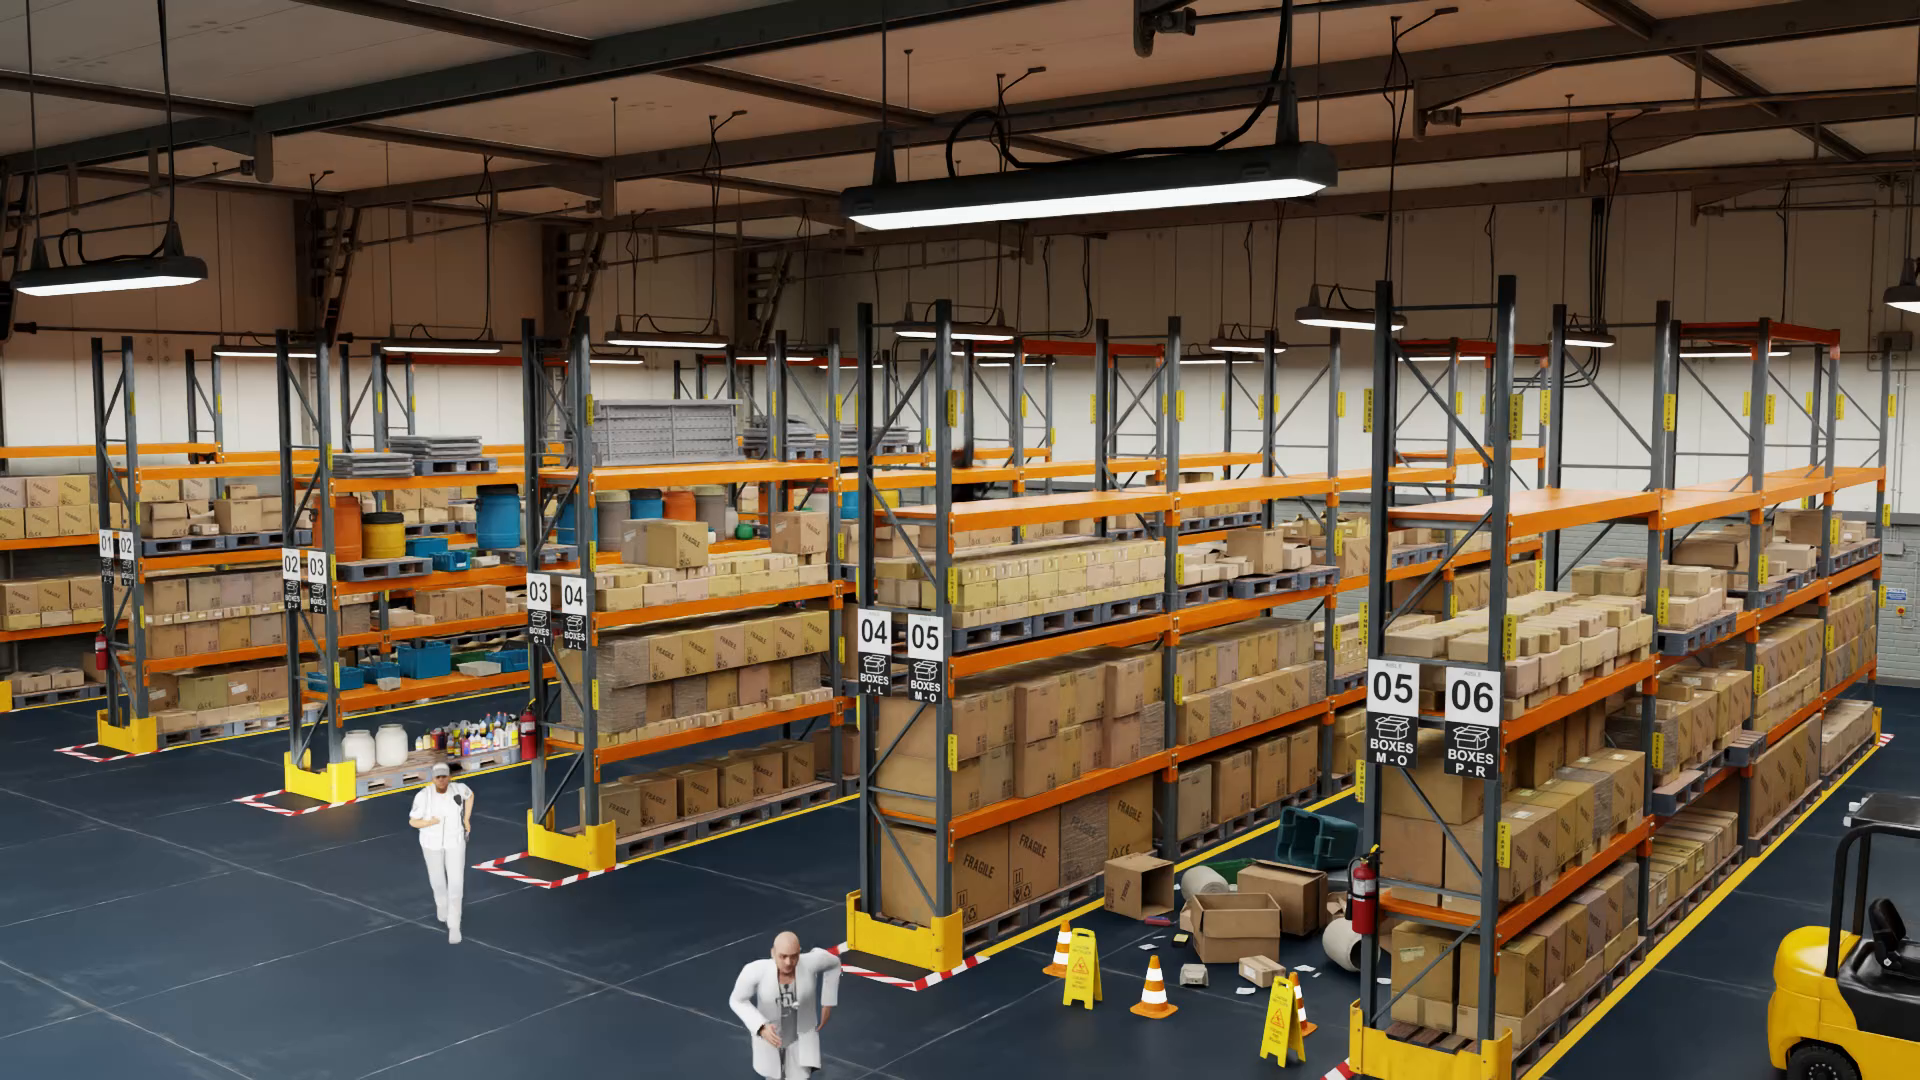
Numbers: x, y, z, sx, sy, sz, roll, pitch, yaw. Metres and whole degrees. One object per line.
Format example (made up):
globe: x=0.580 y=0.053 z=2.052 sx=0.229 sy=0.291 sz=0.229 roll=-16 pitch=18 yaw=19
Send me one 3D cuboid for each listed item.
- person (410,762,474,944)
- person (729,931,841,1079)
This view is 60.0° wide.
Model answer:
person: x=-4.967 y=2.968 z=15.986 sx=0.591 sy=1.741 sz=0.839 roll=-1 pitch=5 yaw=-16
person: x=-1.185 y=3.370 z=11.190 sx=0.754 sy=1.742 sz=1.083 roll=-1 pitch=5 yaw=-13
